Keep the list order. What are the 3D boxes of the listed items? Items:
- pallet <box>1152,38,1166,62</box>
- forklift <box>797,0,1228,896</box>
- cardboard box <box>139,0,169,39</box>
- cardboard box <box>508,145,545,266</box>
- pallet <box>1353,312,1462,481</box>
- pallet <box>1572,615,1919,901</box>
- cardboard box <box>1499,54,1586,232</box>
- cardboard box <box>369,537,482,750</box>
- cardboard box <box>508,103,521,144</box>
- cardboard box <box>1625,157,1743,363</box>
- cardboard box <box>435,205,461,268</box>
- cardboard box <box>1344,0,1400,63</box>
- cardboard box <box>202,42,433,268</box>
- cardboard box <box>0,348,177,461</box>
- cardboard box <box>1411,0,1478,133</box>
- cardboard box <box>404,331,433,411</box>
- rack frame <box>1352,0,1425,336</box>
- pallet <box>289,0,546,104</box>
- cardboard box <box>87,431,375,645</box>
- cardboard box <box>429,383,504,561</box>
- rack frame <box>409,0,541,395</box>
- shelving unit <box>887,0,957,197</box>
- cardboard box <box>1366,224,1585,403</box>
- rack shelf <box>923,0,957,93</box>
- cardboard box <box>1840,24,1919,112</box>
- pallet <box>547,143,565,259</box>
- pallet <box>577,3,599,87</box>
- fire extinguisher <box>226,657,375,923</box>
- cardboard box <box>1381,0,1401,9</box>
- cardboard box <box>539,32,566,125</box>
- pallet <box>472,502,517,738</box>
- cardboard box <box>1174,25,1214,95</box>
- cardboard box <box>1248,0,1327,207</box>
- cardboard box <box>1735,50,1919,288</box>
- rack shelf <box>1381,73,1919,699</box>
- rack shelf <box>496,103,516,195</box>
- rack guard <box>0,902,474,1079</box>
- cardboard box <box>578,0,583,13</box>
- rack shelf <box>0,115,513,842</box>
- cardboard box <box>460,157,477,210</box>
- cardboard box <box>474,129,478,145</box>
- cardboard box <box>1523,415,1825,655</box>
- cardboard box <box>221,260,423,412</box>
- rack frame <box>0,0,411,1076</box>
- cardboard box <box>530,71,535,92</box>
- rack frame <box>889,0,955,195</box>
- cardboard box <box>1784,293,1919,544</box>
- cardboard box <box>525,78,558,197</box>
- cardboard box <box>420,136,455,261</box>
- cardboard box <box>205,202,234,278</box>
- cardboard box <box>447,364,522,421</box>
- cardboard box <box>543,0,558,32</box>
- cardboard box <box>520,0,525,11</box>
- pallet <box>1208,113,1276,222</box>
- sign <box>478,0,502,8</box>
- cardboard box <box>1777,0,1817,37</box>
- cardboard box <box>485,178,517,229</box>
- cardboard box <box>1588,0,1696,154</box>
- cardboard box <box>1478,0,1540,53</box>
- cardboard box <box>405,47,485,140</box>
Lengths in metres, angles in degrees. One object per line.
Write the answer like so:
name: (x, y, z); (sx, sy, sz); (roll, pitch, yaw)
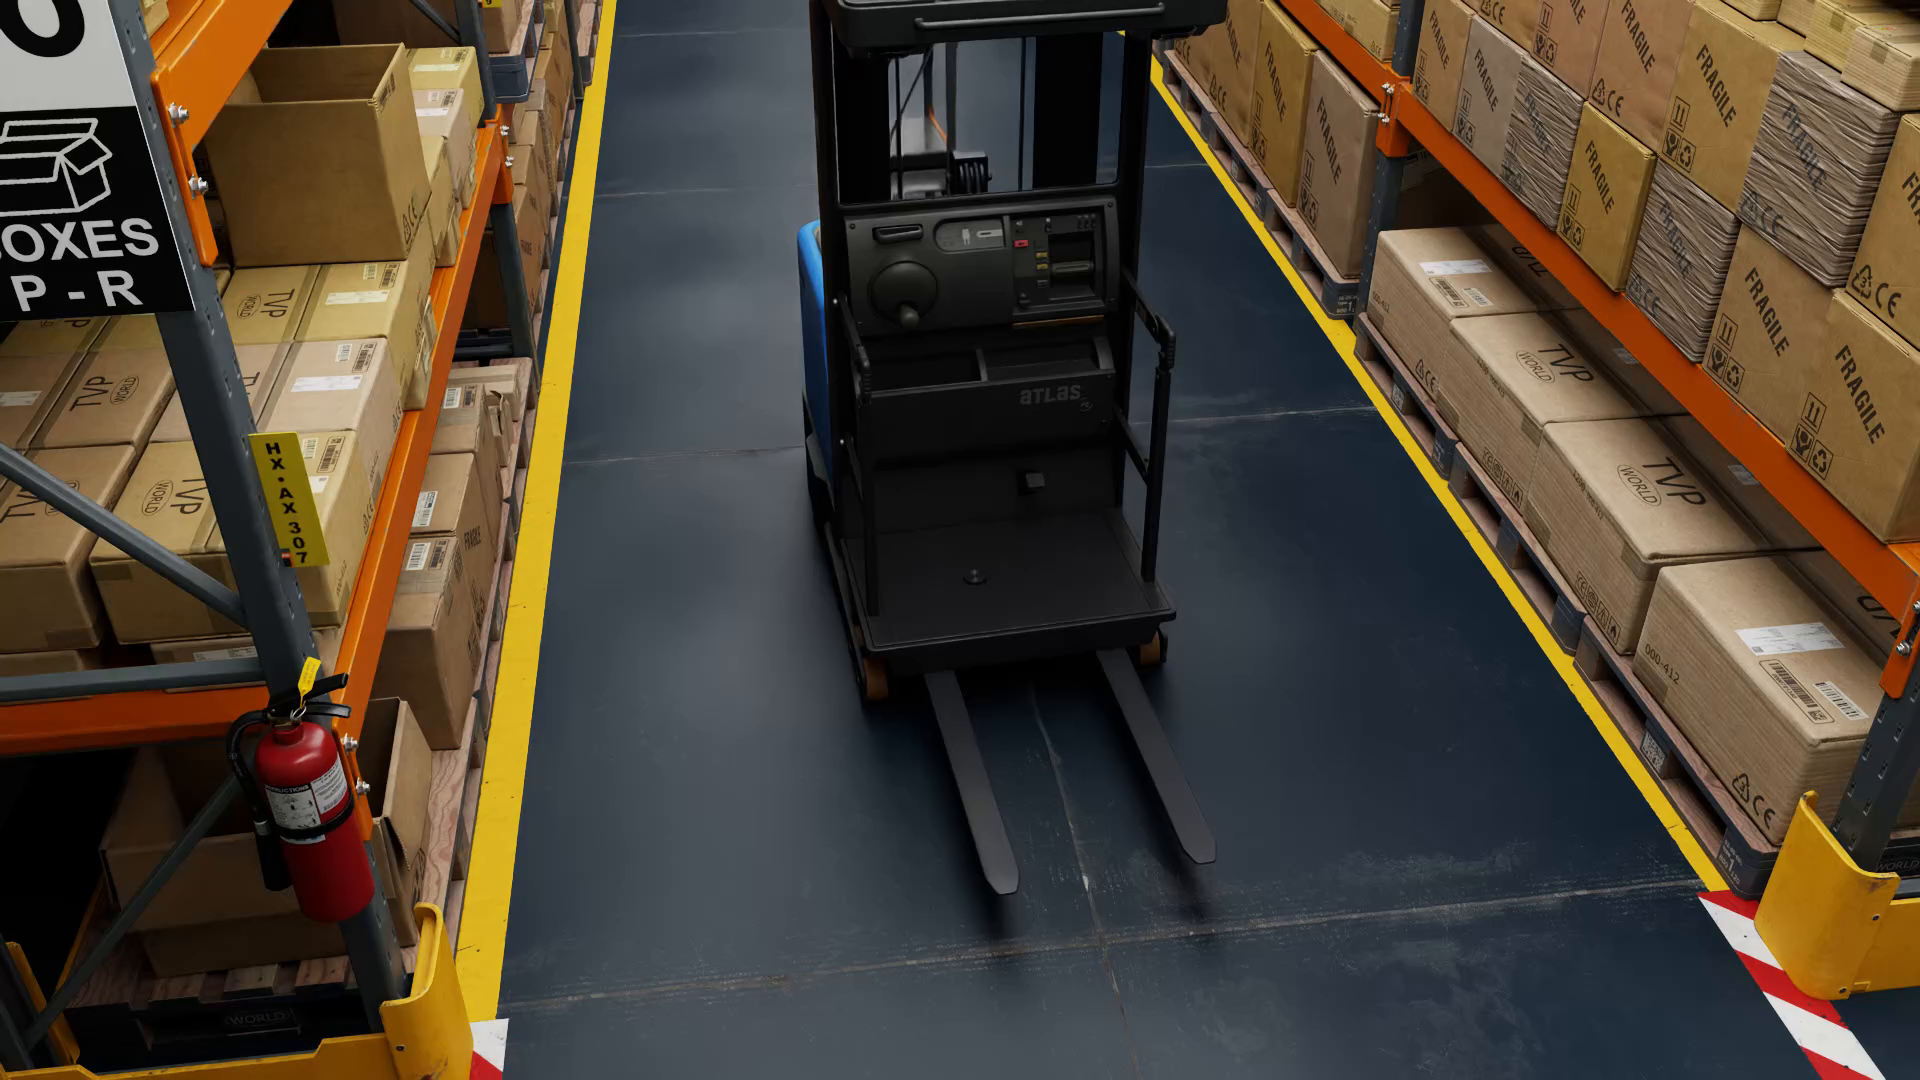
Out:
pallet: (1.815, -3.807, 12.149); (1.003, 0.211, 1.213); (-4, 35, -6)
forklift: (0.127, -0.867, 5.419); (1.130, 2.935, 3.031); (-7, 35, -10)
cardboard box: (-1.736, -1.012, 3.131); (0.380, 0.149, 0.250); (-4, 34, -5)
cardboard box: (-2.385, -1.637, 8.335); (0.500, 0.500, 0.500); (-5, 35, -7)
pallet: (2.481, -0.708, 7.602); (1.003, 0.211, 1.213); (-4, 35, -6)
pallet: (2.809, 0.653, 5.604); (1.003, 0.211, 1.213); (-4, 35, -6)
cardboard box: (2.384, -1.491, 6.186); (0.500, 0.500, 0.500); (-4, 34, -6)
cardboard box: (-1.989, 0.350, 5.419); (0.700, 0.500, 0.500); (-3, 34, -4)
cardboard box: (-2.453, -2.127, 8.479); (0.380, 0.149, 0.250); (-4, 35, -6)
cardboard box: (2.536, -0.917, 5.343); (0.500, 0.500, 0.500); (-3, 34, -5)
cardboard box: (-1.983, -1.075, 5.886); (0.380, 0.149, 0.250); (-5, 35, -7)
cardboard box: (2.146, -2.460, 7.830); (0.500, 0.250, 0.500); (-5, 35, -8)
cardboard box: (-1.920, -1.162, 4.995); (0.500, 0.500, 0.500); (-4, 34, -5)
cardboard box: (-2.317, -0.266, 4.346); (0.500, 0.250, 0.500); (-4, 35, -6)
cardboard box: (2.260, -2.051, 7.007); (0.500, 0.500, 0.500); (-3, 34, -5)
cardboard box: (-1.820, -0.504, 5.049); (0.380, 0.149, 0.250); (-5, 35, -8)
rack frame: (2.456, -2.291, 7.448); (1.000, 3.000, 0.127); (-4, 35, -6)
pallet: (-2.461, -2.288, 7.614); (1.003, 0.211, 1.213); (-4, 35, -6)
cardboard box: (-1.718, -0.015, 3.978); (0.500, 0.250, 0.500); (-4, 34, -6)
cardboard box: (-2.128, -0.229, 6.269); (0.700, 0.500, 0.500); (-6, 35, -8)
rack frame: (-2.462, -1.913, 6.894); (1.000, 3.000, 0.127); (-4, 35, -6)
shelving unit: (-0.266, -1.528, 7.115); (0.431, 2.100, 0.503); (-7, 33, -10)
cardboard box: (2.434, -1.047, 7.525); (0.875, 0.438, 0.875); (-5, 35, -7)
rack shelf: (-0.271, -2.107, 6.746); (0.431, 0.518, 0.480); (-7, 33, -10)
cardboard box: (2.571, -1.244, 4.359); (0.380, 0.149, 0.250); (-5, 35, -7)
pallet: (-2.776, -1.894, 9.342); (1.003, 0.211, 1.213); (-4, 35, -6)
pallet: (-3.072, -3.455, 11.633); (1.003, 0.211, 1.213); (-4, 35, -6)
fire extinguisher: (-1.446, 0.552, 3.676); (0.296, 0.674, 0.183); (-4, 35, -6)
cardboard box: (2.156, -2.663, 7.684); (0.500, 0.250, 0.500); (-4, 35, -6)
cardboard box: (-2.673, -2.786, 10.021); (0.500, 0.500, 0.500); (-5, 35, -7)
pallet: (-2.203, 0.305, 6.115); (1.003, 0.211, 1.213); (-4, 35, -6)
cardboard box: (1.929, -3.427, 10.629); (0.875, 0.875, 0.875); (-5, 35, -7)
cardboard box: (2.164, -2.430, 9.166); (0.875, 0.875, 0.875); (-3, 34, -5)
cardboard box: (2.594, -1.054, 4.656); (0.500, 0.500, 0.500); (-4, 35, -6)
rack shelf: (2.725, -0.878, 6.013); (1.077, 0.370, 4.000); (-4, 35, -6)
rack shelf: (-2.731, -2.732, 8.734); (1.077, 0.370, 4.000); (-4, 35, -6)
rack guard: (-1.934, 1.310, 4.384); (1.175, 0.500, 0.348); (-4, 35, -6)
cardboard box: (-3.166, -4.051, 11.766); (0.875, 0.625, 0.625); (-3, 34, -5)
rack shelf: (-2.193, -0.500, 5.458); (1.077, 0.370, 4.000); (-4, 35, -6)
cardboard box: (-2.053, -1.364, 6.310); (0.380, 0.149, 0.250); (-4, 34, -5)
cardboard box: (-2.169, -1.650, 6.731); (0.380, 0.149, 0.250); (-4, 34, -6)
cardboard box: (2.675, -0.044, 6.054); (0.875, 0.438, 0.875); (-3, 34, -5)
cardboard box: (-1.857, -0.579, 4.806); (0.500, 0.250, 0.500); (-5, 35, -7)
rack frame: (-1.921, 0.319, 3.618); (0.949, 2.616, 0.053); (-4, 35, -6)
cardboard box: (-2.532, -2.555, 9.107); (0.380, 0.149, 0.250); (-6, 35, -9)
rack frame: (-0.215, -1.400, 6.914); (0.400, 2.100, 0.015); (-7, 33, -10)
cardboard box: (2.667, -0.349, 4.510); (0.500, 0.500, 0.500); (-4, 34, -6)
cardboard box: (-2.512, -2.206, 9.170); (0.500, 0.500, 0.500); (-6, 35, -8)
cardboard box: (-2.016, -1.150, 5.644); (0.500, 0.250, 0.500); (-5, 35, -7)
cardboard box: (-2.449, -0.835, 5.180); (0.500, 0.250, 0.500); (-4, 35, -6)
cardboard box: (-2.096, -0.620, 7.155); (0.380, 0.149, 0.250); (-5, 35, -8)
cardboard box: (-2.615, -3.147, 9.976); (0.380, 0.149, 0.250); (-6, 35, -9)
cardboard box: (-2.375, -2.704, 7.592); (0.700, 0.500, 0.500); (-4, 34, -6)
pallet: (2.110, -2.246, 9.858); (1.003, 0.211, 1.213); (-4, 35, -6)
sign: (-1.925, -2.316, 6.716); (0.100, 0.325, 0.005); (-4, 35, -6)
cardboard box: (2.613, -1.539, 4.792); (0.380, 0.149, 0.250); (-5, 35, -7)
cardboard box: (-2.246, -1.542, 7.620); (0.380, 0.149, 0.250); (-3, 34, -4)
cardboard box: (2.465, -1.611, 5.473); (0.500, 0.500, 0.500); (-5, 35, -7)
cardboard box: (2.342, -2.179, 6.307); (0.500, 0.500, 0.500); (-5, 35, -7)
cardboard box: (-2.152, -1.708, 6.462); (0.500, 0.250, 0.500); (-4, 34, -5)
